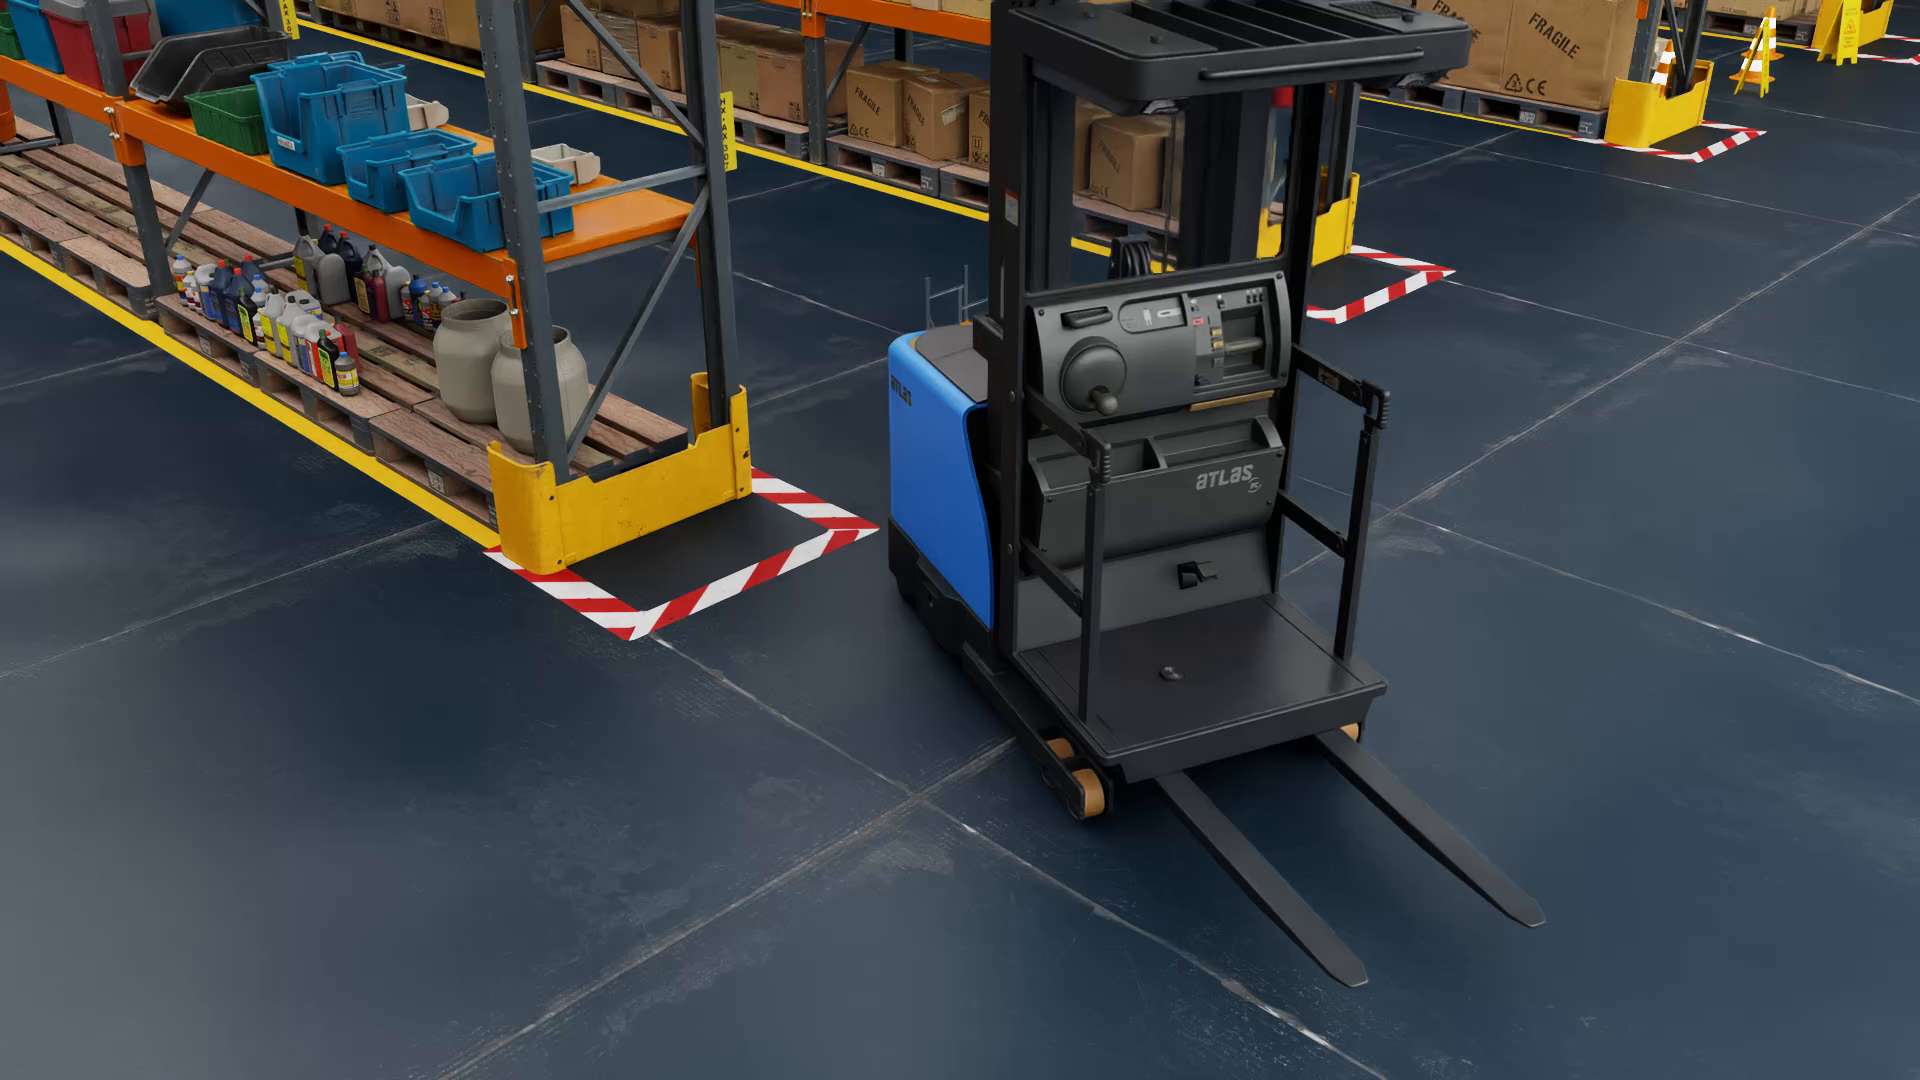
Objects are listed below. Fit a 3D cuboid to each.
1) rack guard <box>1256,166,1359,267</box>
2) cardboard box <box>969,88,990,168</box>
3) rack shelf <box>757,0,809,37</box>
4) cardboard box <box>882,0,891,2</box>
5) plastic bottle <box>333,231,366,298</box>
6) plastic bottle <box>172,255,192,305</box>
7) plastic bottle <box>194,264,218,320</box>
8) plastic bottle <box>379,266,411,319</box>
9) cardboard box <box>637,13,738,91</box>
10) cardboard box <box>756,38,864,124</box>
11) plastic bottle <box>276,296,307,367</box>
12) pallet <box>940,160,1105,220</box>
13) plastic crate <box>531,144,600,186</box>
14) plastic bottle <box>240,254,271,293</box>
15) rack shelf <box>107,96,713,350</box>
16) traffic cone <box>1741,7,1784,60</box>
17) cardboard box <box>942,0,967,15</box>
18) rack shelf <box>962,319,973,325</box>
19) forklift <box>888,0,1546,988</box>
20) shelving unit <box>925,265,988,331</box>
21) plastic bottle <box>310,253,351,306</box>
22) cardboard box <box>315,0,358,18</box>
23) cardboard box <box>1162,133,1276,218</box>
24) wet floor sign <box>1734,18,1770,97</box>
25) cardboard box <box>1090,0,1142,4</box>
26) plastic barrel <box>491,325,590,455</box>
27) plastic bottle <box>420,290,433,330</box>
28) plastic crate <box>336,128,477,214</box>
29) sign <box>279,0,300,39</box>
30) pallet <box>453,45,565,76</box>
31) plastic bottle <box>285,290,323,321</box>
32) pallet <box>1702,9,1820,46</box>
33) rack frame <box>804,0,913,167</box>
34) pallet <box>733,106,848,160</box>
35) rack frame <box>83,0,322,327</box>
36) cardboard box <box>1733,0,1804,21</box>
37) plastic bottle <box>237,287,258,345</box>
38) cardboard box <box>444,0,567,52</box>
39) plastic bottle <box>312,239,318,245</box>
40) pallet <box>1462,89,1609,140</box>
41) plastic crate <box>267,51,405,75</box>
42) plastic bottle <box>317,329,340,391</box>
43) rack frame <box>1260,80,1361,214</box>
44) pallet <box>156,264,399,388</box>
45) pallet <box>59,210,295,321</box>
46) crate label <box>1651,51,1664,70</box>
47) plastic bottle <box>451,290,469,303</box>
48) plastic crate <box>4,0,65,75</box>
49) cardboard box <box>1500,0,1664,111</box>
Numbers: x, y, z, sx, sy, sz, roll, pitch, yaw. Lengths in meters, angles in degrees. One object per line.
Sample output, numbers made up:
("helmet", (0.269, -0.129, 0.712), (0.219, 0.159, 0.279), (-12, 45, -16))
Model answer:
("rack guard", (2.041, -1.970, 10.460), (0.348, 0.500, 1.175), (25, 36, 38))
("cardboard box", (0.412, -2.932, 11.837), (0.500, 0.500, 0.500), (21, 34, 34))
("rack shelf", (-2.183, -4.691, 13.722), (4.000, 0.370, 1.077), (25, 36, 38))
("cardboard box", (-0.447, -3.918, 11.747), (0.250, 0.149, 0.380), (25, 36, 38))
("plastic bottle", (-3.431, -1.559, 9.365), (0.185, 0.351, 0.144), (22, 35, 36))
("plastic bottle", (-4.309, -1.451, 9.245), (0.097, 0.271, 0.097), (0, 28, 0))
("plastic bottle", (-4.060, -1.357, 9.061), (0.152, 0.276, 0.135), (-24, 36, -37))
("plastic bottle", (-3.088, -1.366, 9.078), (0.152, 0.276, 0.135), (-25, 36, -38))
("cardboard box", (-2.304, -4.179, 14.188), (0.700, 0.500, 0.500), (-22, 35, -35))
("cardboard box", (-1.179, -3.653, 13.187), (0.500, 0.500, 0.700), (21, 34, 35))
("plastic bottle", (-3.374, -1.074, 8.442), (0.144, 0.351, 0.185), (-24, 36, -37))
("pallet", (0.621, -2.517, 11.811), (1.213, 0.211, 1.003), (25, 36, 38))
("plastic crate", (-1.789, -1.690, 7.525), (0.250, 0.136, 0.298), (25, 36, 38))
("plastic bottle", (-3.843, -1.382, 9.030), (0.185, 0.351, 0.144), (25, 36, 38))
("rack shelf", (-2.803, -1.742, 8.114), (4.000, 0.370, 1.077), (25, 36, 38))
("traffic cone", (7.832, -4.930, 16.129), (0.334, 0.463, 0.336), (25, 36, 38))
("cardboard box", (0.094, -3.676, 11.288), (0.250, 0.149, 0.380), (25, 36, 38))
("rack shelf", (0.010, -0.806, 6.815), (0.180, 0.103, 0.258), (25, 36, 38))
("forklift", (0.756, -0.602, 5.246), (1.130, 2.935, 3.031), (-11, 30, -21))
("shelving unit", (0.010, -0.526, 6.962), (0.189, 1.200, 0.258), (25, 36, 38))
("plastic bottle", (-3.517, -1.468, 9.273), (0.135, 0.276, 0.152), (25, 36, 38))
("cardboard box", (-5.991, -6.011, 17.290), (0.875, 0.875, 1.225), (25, 36, 39))
("cardboard box", (1.662, -2.341, 10.713), (0.500, 0.500, 0.500), (-18, 33, -30))
("wet floor sign", (7.054, -4.271, 14.678), (0.232, 0.644, 0.267), (18, 33, 30))
("cardboard box", (1.282, -3.540, 10.332), (0.500, 0.500, 0.875), (25, 36, 38))
("plastic barrel", (-1.900, -0.682, 7.547), (0.421, 0.512, 0.421), (0, 28, 0))
("plastic bottle", (-2.838, -1.236, 8.912), (0.097, 0.201, 0.097), (0, 28, 0))
("plastic crate", (-2.403, -1.620, 7.268), (0.408, 0.251, 0.499), (25, 36, 38))
("sign", (-3.836, -3.015, 9.463), (0.005, 0.325, 0.100), (25, 36, 38))
("pallet", (-4.118, -4.710, 15.981), (1.213, 0.211, 1.003), (25, 36, 38))
("plastic bottle", (-3.421, -1.159, 8.684), (0.135, 0.276, 0.152), (25, 36, 38))
("pallet", (8.435, -5.408, 17.308), (1.213, 0.211, 1.003), (25, 36, 38))
("rack frame", (-0.757, -4.357, 12.313), (0.127, 3.000, 1.000), (25, 36, 38))
("pallet", (-1.313, -3.376, 13.444), (1.213, 0.211, 1.003), (25, 36, 38))
("rack frame", (-4.229, -2.713, 9.187), (0.127, 3.000, 1.000), (25, 36, 38))
("cardboard box", (8.261, -5.492, 16.975), (0.500, 0.250, 0.500), (24, 36, 38))
("plastic bottle", (-3.721, -1.175, 8.708), (0.061, 0.283, 0.133), (-23, 36, -37))
("cardboard box", (-4.086, -5.140, 15.633), (0.875, 0.875, 1.225), (23, 35, 36))
("plastic bottle", (-3.752, -1.655, 9.708), (0.097, 0.201, 0.097), (0, 28, 0))
("pallet", (5.020, -3.666, 13.995), (1.213, 0.211, 1.003), (25, 36, 38))
("plastic crate", (-3.250, -2.377, 8.706), (0.616, 0.251, 0.499), (25, 36, 38))
("plastic bottle", (-3.090, -0.886, 8.159), (0.061, 0.283, 0.133), (-24, 36, -38))
("rack frame", (2.096, -3.052, 9.831), (0.127, 3.000, 1.000), (25, 36, 38))
("pallet", (-3.780, -1.246, 9.393), (1.213, 0.211, 1.003), (25, 36, 38))
("pallet", (-4.816, -1.723, 10.299), (1.213, 0.211, 1.003), (25, 36, 38))
("crate label", (6.693, -4.542, 15.742), (0.298, 0.136, 0.250), (7, 29, 13))
("plastic bottle", (-2.600, -1.176, 8.709), (0.061, 0.283, 0.133), (-25, 36, -38))
("plastic crate", (-5.234, -2.963, 9.679), (0.575, 0.384, 0.392), (25, 36, 38))
("cardboard box", (5.115, -4.110, 13.675), (0.875, 0.875, 0.875), (25, 37, 39))
